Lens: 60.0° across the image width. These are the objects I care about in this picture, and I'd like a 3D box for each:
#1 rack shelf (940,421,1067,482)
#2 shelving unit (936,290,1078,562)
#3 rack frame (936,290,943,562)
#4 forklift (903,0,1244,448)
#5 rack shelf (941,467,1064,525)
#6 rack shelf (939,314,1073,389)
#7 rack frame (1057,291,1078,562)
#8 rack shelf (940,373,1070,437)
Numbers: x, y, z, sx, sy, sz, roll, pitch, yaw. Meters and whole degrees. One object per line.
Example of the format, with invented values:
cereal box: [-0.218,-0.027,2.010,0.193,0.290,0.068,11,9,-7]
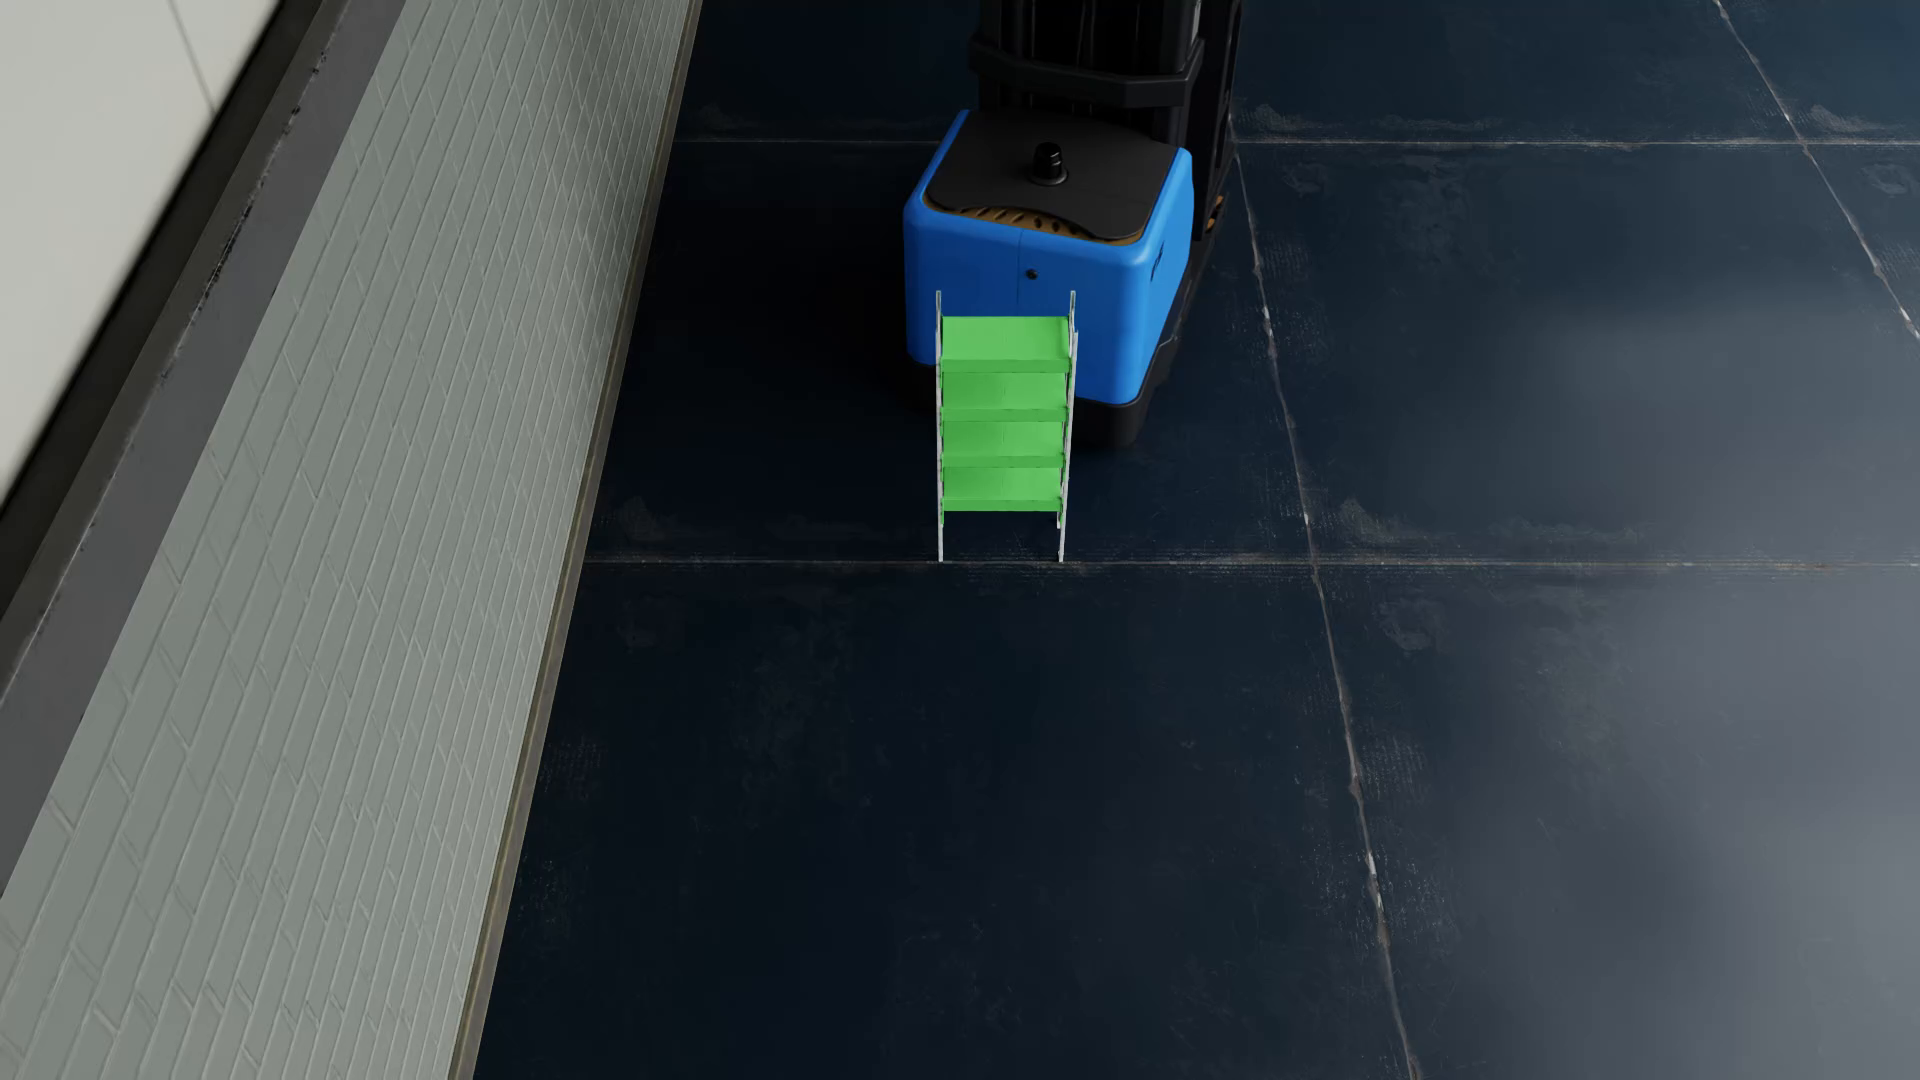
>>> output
rack shelf: [0.166,-0.365,6.438,0.480,0.148,0.258,0,47,0]
shelving unit: [0.166,-0.408,6.391,0.503,1.200,0.258,0,47,0]
rack frame: [-0.078,-0.409,6.392,0.015,1.200,0.240,0,47,0]
forklift: [0.695,-2.492,7.148,1.130,2.935,3.031,13,48,12]
rack shelf: [0.166,-0.201,6.614,0.480,0.148,0.258,0,47,0]
rack shelf: [0.166,-0.692,6.087,0.480,0.148,0.258,0,47,0]
rack frame: [0.410,-0.408,6.391,0.015,1.200,0.240,0,47,0]
rack shelf: [0.166,-0.528,6.262,0.480,0.148,0.258,0,47,0]
